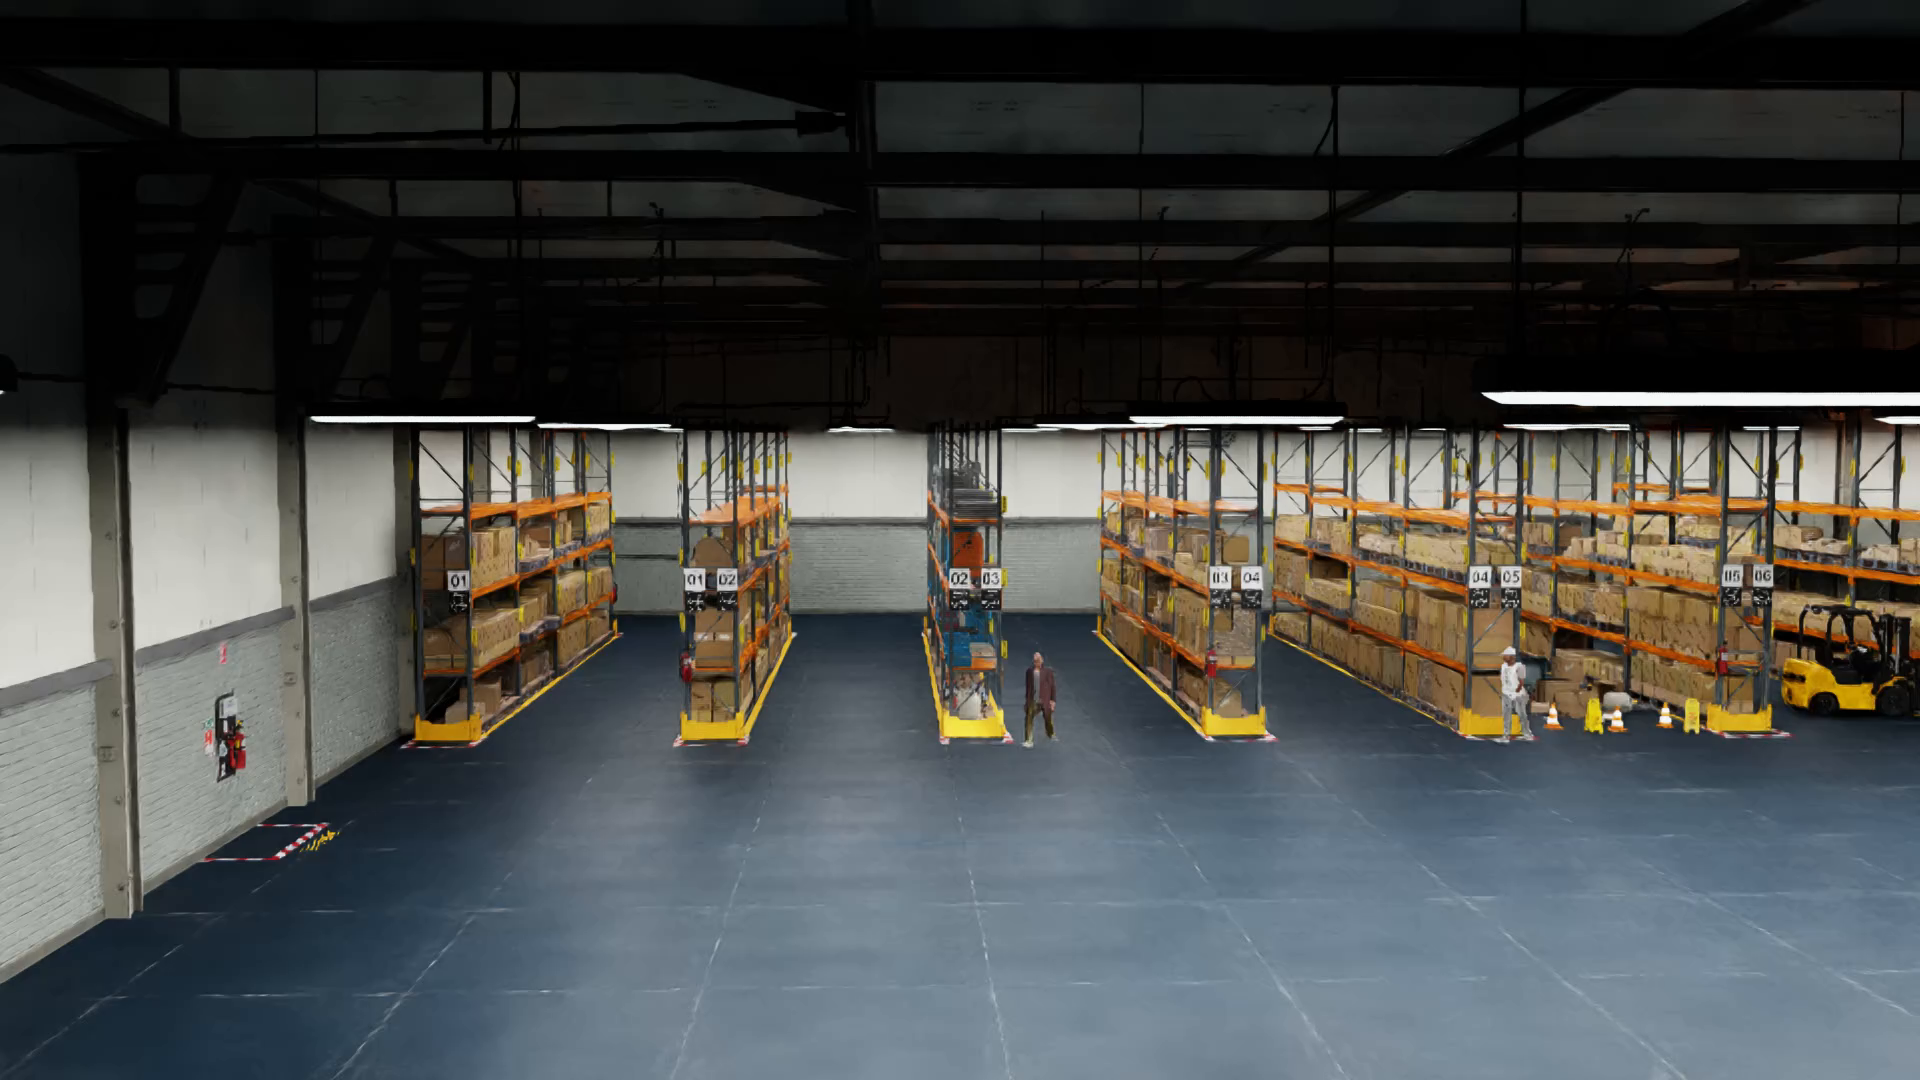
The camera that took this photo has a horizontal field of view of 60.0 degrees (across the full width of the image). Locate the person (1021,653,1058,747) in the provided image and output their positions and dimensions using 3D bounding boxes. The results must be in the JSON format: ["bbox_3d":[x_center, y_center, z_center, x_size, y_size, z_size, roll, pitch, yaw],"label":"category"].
[{"bbox_3d":[1.469,2.911,30.498,0.630,1.723,1.047,1,4,17],"label":"person"}]

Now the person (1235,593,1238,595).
[{"bbox_3d":[7.852,1.797,47.974,0.367,1.688,0.611,-1,4,-11],"label":"person"}]

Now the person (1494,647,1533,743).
[{"bbox_3d":[10.252,2.841,30.795,0.714,1.725,0.565,-2,4,-31],"label":"person"}]
